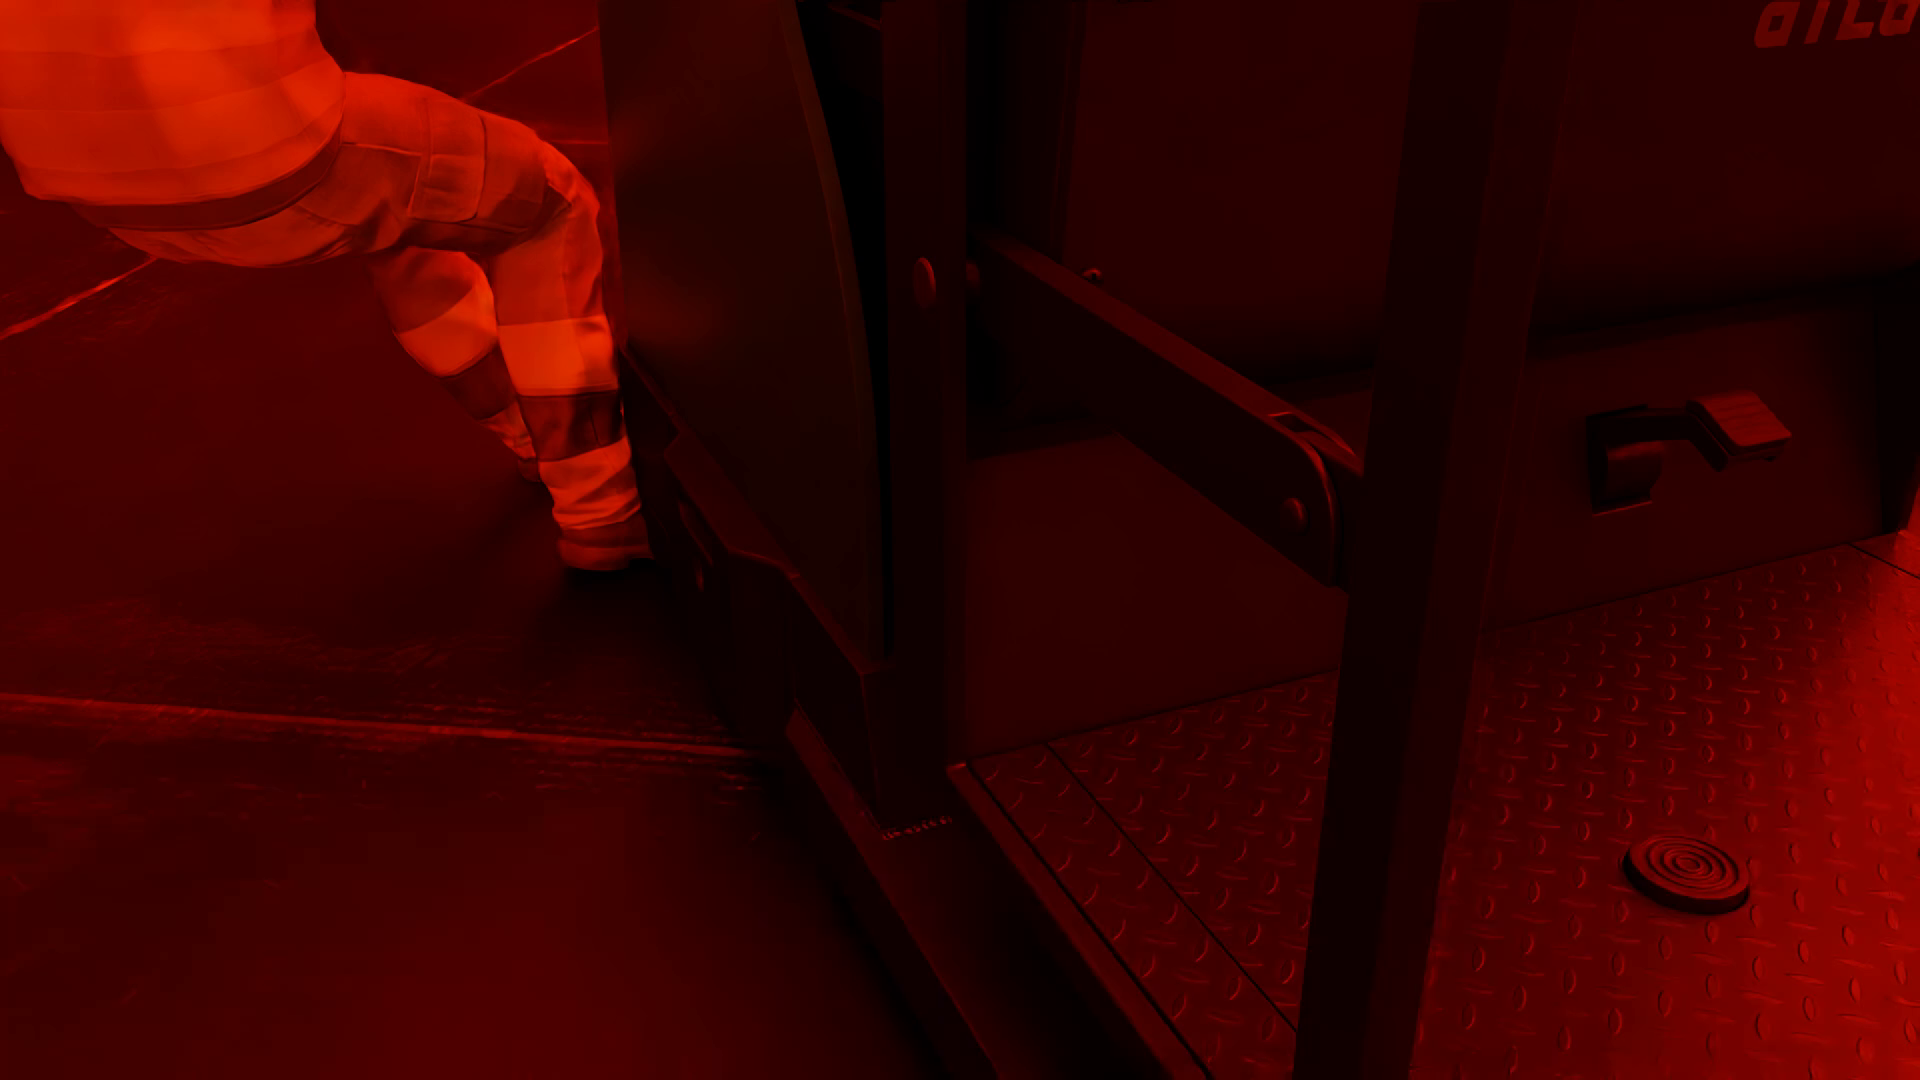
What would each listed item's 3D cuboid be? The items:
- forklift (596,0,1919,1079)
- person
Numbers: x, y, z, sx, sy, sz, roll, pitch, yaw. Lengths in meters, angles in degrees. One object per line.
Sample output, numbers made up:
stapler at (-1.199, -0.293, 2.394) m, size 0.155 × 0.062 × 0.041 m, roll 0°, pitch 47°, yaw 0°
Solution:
forklift at (0.564, -0.822, 0.864) m, size 1.130 × 2.935 × 3.031 m, roll -11°, pitch 29°, yaw -21°
person at (-0.919, -0.651, 2.229) m, size 1.084 × 1.497 × 0.964 m, roll 8°, pitch 28°, yaw 16°
